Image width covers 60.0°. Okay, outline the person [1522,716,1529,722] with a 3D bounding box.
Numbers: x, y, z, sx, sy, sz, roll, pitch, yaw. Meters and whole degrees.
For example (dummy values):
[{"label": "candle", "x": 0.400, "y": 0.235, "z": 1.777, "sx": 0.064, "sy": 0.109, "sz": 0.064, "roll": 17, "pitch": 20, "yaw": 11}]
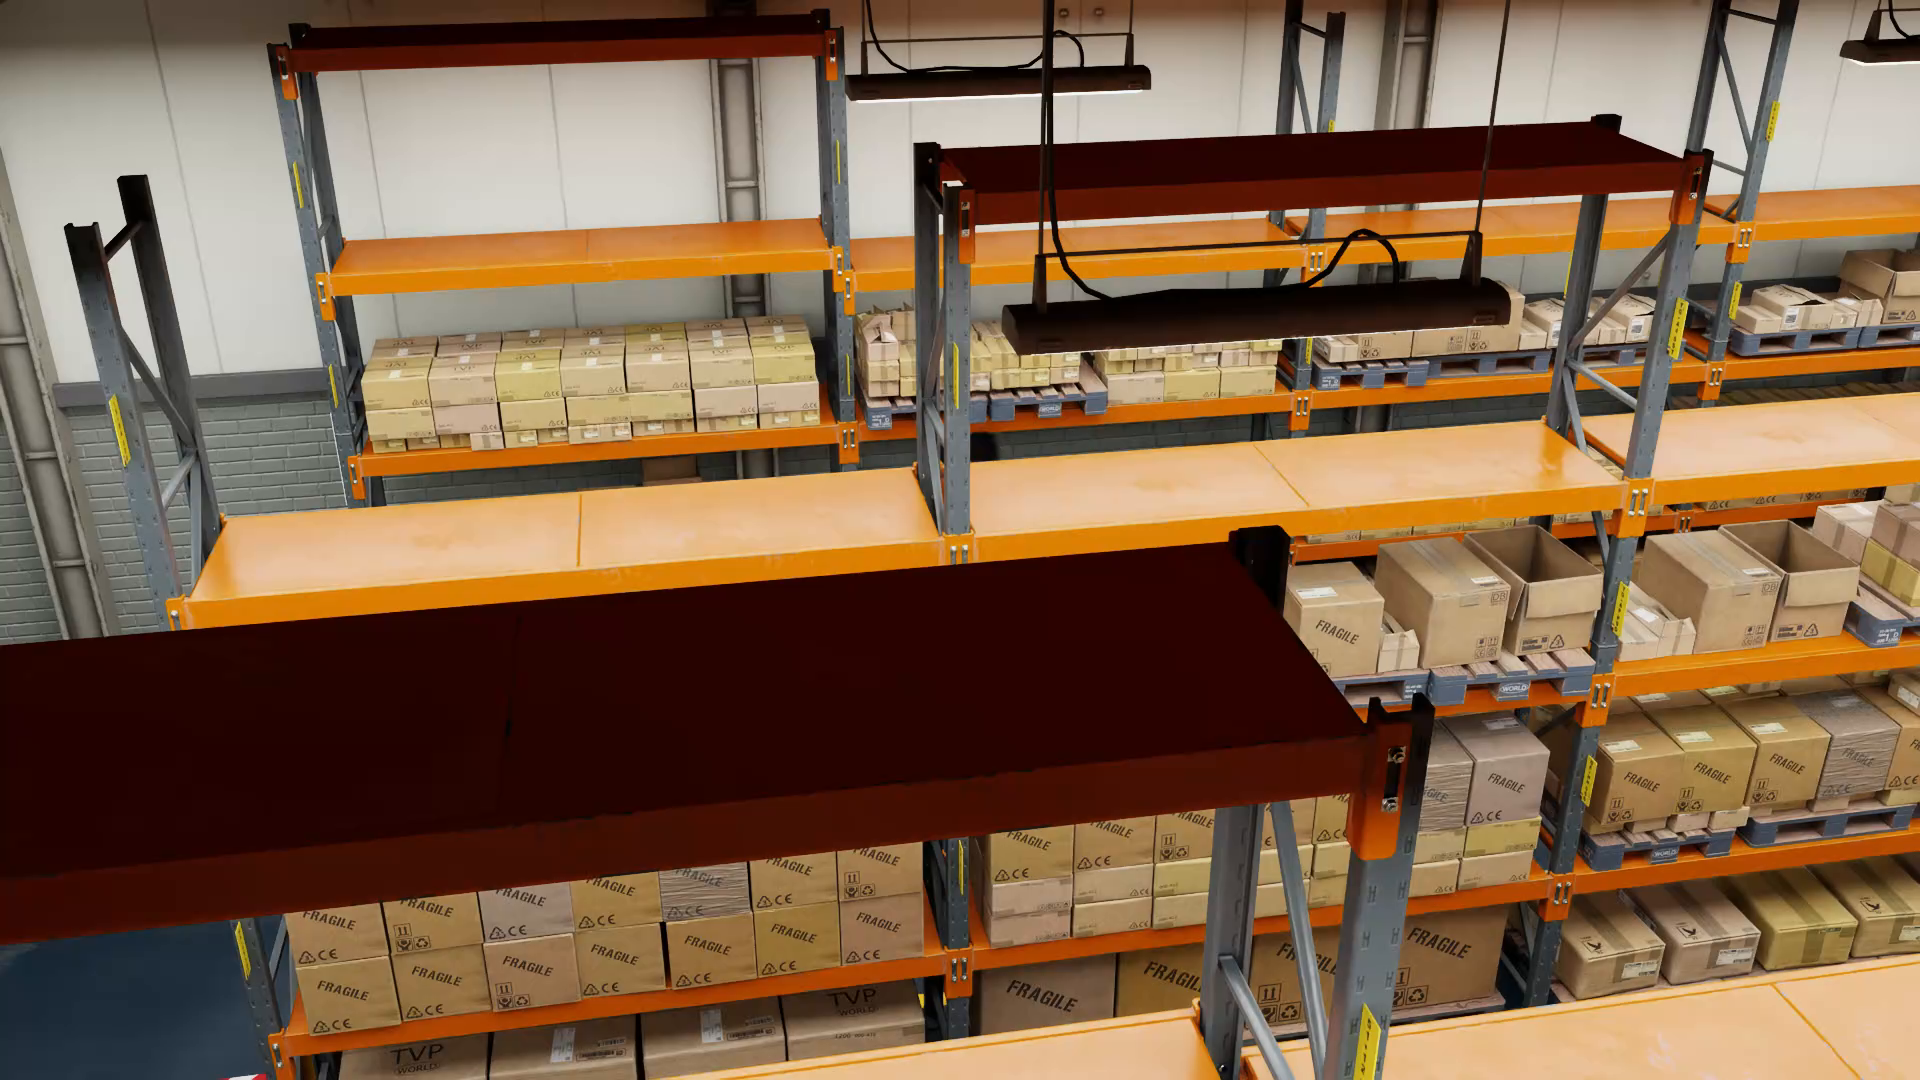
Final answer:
[{"label": "person", "x": 4.720, "y": 1.584, "z": 13.241, "sx": 0.785, "sy": 1.523, "sz": 0.519, "roll": -12, "pitch": 28, "yaw": -24}]
